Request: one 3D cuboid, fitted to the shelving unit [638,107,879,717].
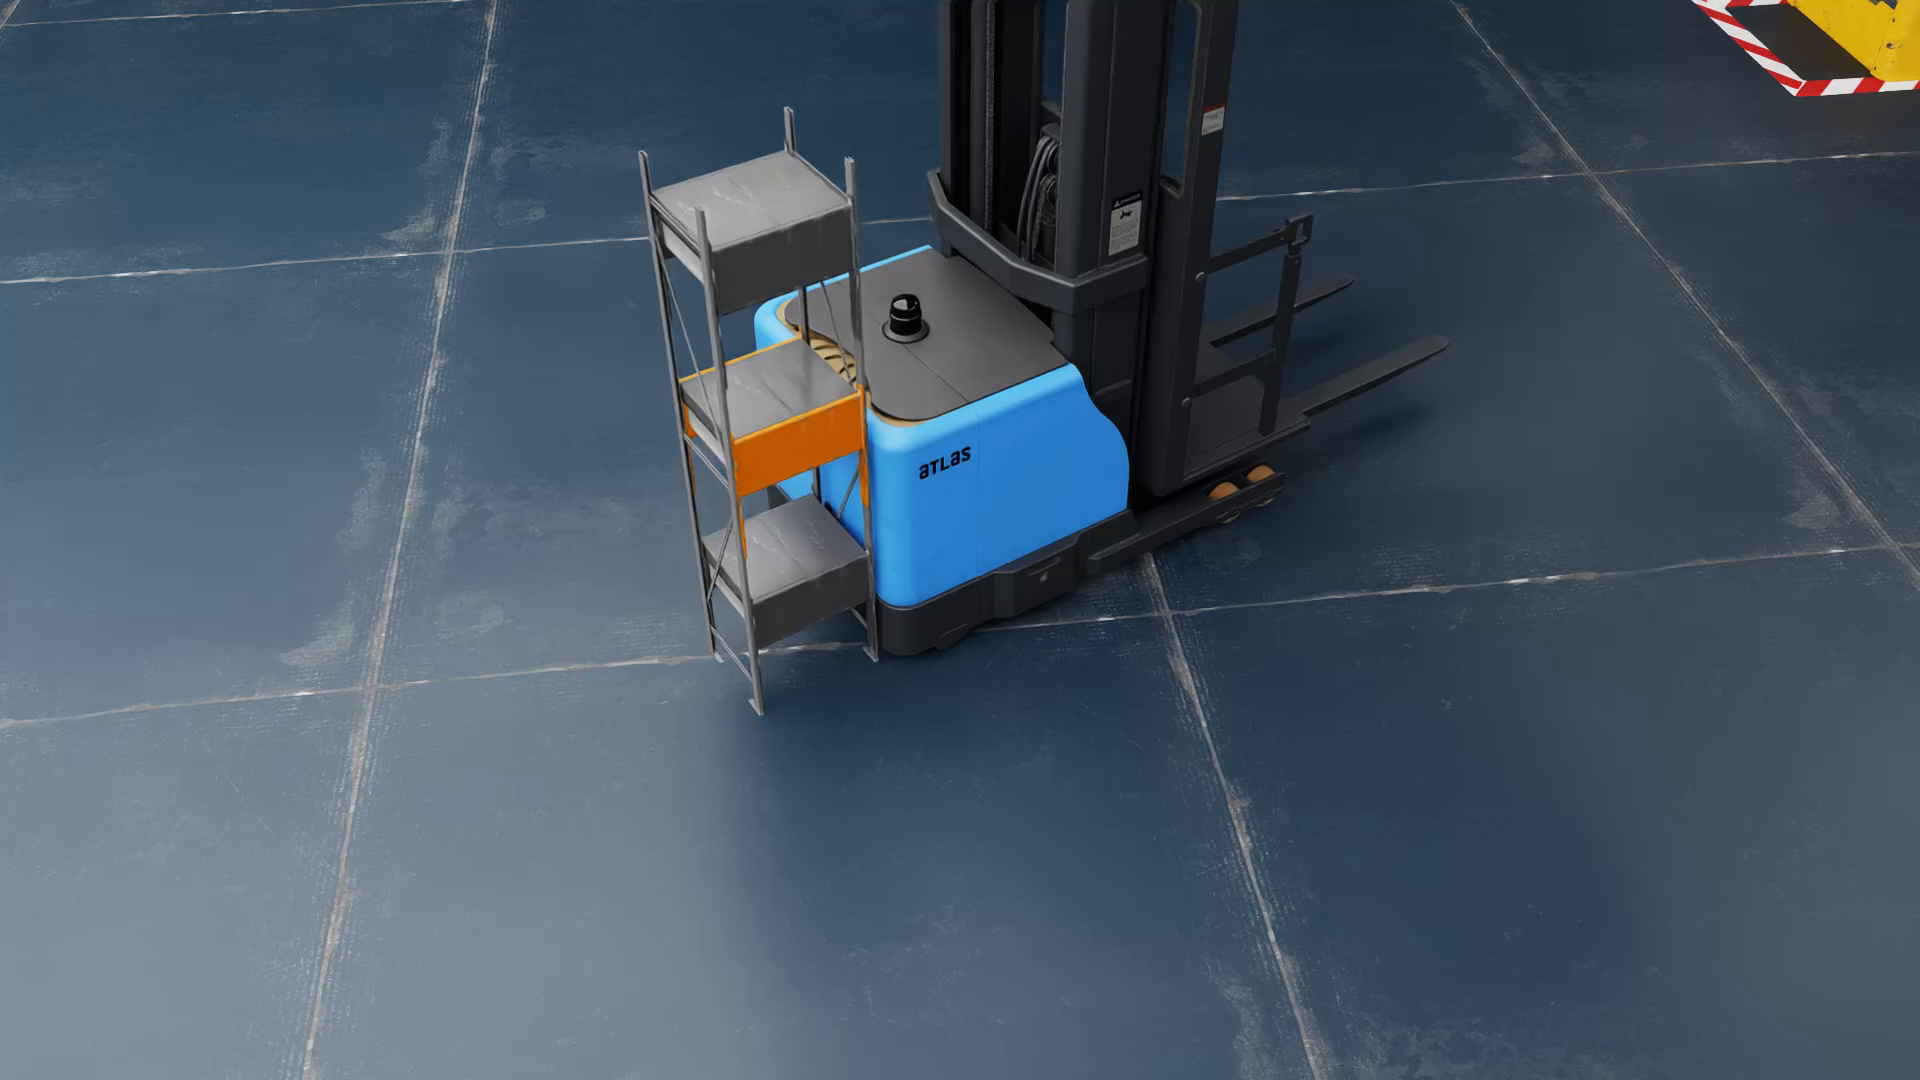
[{"bbox_3d":[-0.625,-0.341,5.561,0.503,2.100,0.431,-24,47,-24],"label":"shelving unit"}]

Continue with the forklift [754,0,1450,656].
[{"bbox_3d":[0.738,-1.430,6.147,3.031,2.935,1.130,-24,47,-24],"label":"forklift"}]

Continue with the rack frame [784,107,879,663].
[{"bbox_3d":[-0.422,-0.432,5.661,0.015,2.100,0.400,-24,47,-24],"label":"rack frame"}]

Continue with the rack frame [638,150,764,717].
[{"bbox_3d":[-0.829,-0.251,5.461,0.015,2.100,0.400,-24,47,-24],"label":"rack frame"}]

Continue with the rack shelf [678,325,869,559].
[{"bbox_3d":[-0.625,-0.331,5.570,0.480,0.518,0.431,-24,47,-24],"label":"rack shelf"}]

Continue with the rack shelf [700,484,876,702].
[{"bbox_3d":[-0.625,0.188,6.039,0.480,0.518,0.431,-24,47,-24],"label":"rack shelf"}]

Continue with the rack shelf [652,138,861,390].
[{"bbox_3d":[-0.625,-0.851,5.101,0.480,0.518,0.431,-24,47,-24],"label":"rack shelf"}]

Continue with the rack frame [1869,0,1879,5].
[{"bbox_3d":[5.501,-4.191,9.157,0.127,3.000,1.000,-5,42,-6],"label":"rack frame"}]

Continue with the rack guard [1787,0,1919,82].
[{"bbox_3d":[5.478,-3.261,9.992,0.348,0.500,1.175,-5,42,-6],"label":"rack guard"}]
